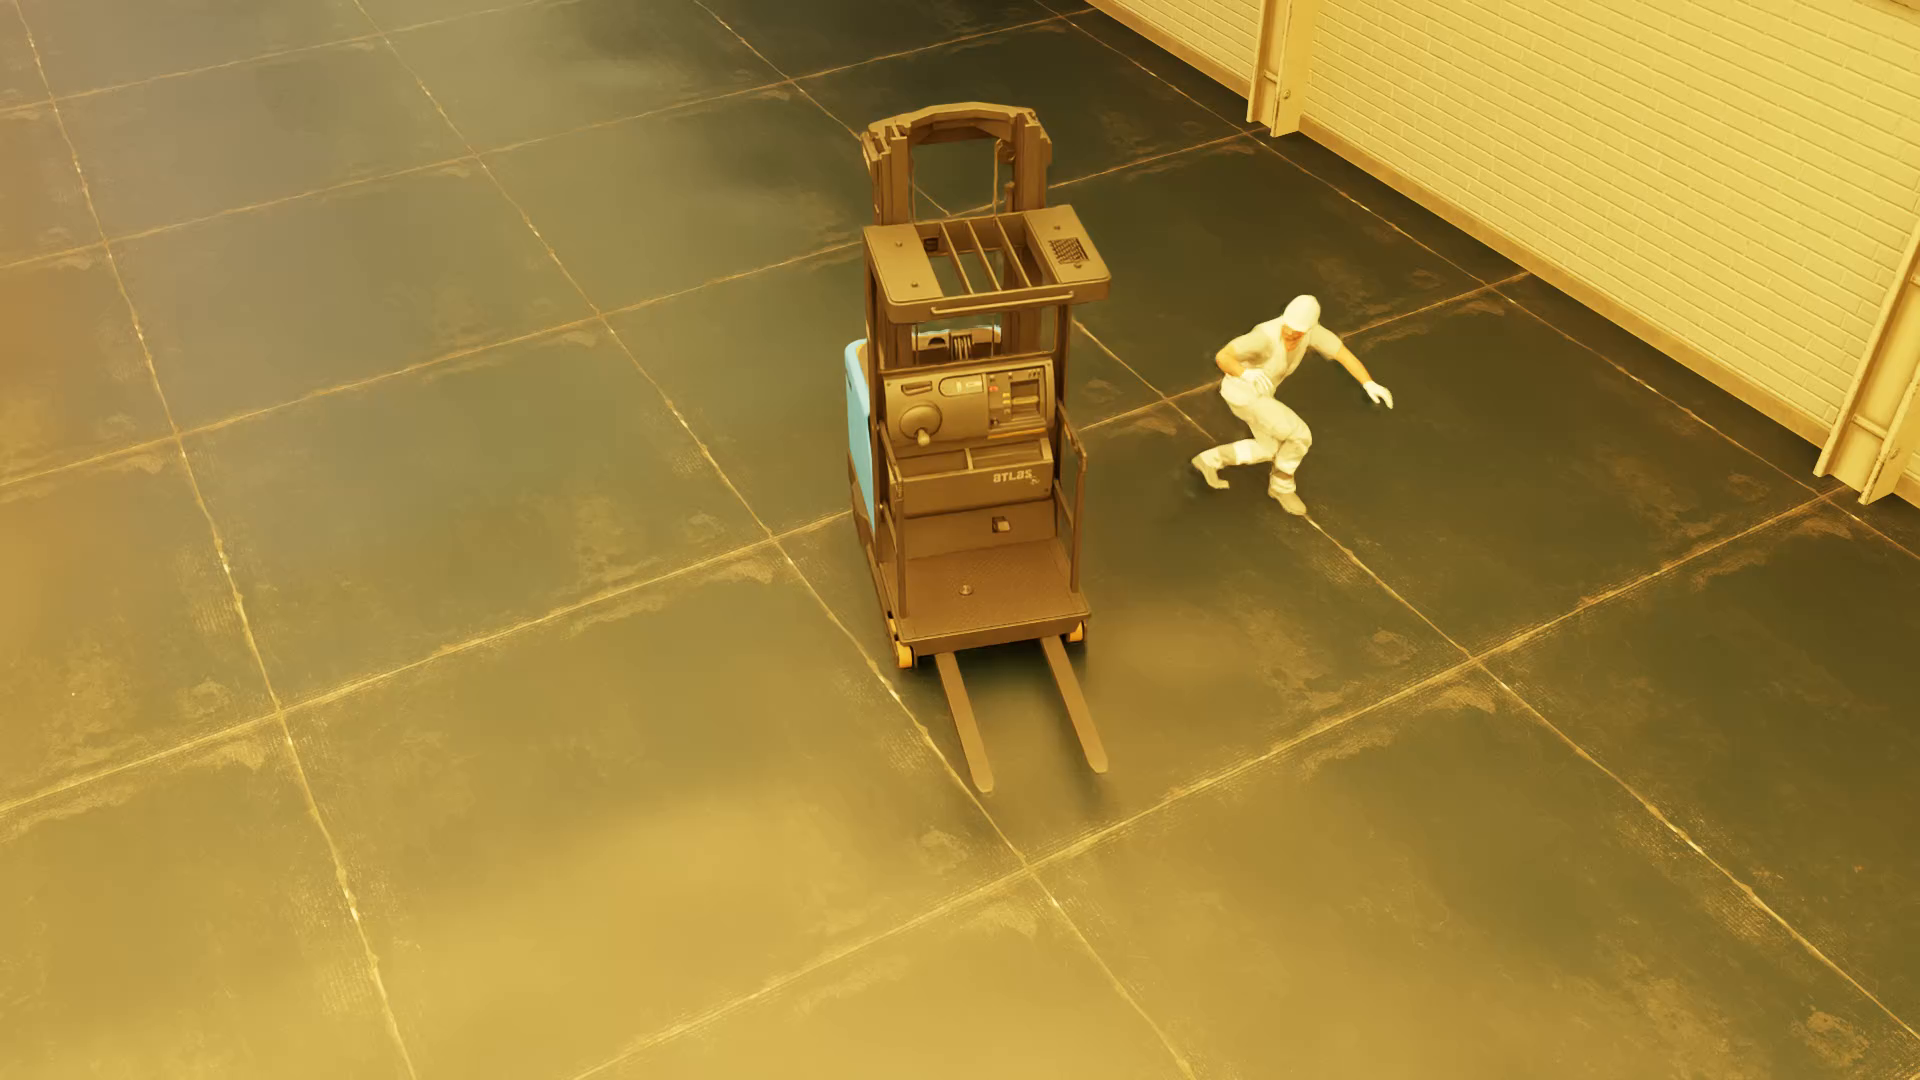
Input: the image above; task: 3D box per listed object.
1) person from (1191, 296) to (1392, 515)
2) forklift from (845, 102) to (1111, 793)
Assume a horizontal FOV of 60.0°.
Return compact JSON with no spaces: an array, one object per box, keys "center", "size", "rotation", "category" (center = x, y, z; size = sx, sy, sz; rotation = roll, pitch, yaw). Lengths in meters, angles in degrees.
[{"center":[1.992,-0.767,10.096],"size":[1.130,1.507,0.845],"rotation":[20,44,23],"category":"person"},{"center":[0.105,-0.664,8.837],"size":[1.130,2.935,3.031],"rotation":[-8,40,-10],"category":"forklift"}]
